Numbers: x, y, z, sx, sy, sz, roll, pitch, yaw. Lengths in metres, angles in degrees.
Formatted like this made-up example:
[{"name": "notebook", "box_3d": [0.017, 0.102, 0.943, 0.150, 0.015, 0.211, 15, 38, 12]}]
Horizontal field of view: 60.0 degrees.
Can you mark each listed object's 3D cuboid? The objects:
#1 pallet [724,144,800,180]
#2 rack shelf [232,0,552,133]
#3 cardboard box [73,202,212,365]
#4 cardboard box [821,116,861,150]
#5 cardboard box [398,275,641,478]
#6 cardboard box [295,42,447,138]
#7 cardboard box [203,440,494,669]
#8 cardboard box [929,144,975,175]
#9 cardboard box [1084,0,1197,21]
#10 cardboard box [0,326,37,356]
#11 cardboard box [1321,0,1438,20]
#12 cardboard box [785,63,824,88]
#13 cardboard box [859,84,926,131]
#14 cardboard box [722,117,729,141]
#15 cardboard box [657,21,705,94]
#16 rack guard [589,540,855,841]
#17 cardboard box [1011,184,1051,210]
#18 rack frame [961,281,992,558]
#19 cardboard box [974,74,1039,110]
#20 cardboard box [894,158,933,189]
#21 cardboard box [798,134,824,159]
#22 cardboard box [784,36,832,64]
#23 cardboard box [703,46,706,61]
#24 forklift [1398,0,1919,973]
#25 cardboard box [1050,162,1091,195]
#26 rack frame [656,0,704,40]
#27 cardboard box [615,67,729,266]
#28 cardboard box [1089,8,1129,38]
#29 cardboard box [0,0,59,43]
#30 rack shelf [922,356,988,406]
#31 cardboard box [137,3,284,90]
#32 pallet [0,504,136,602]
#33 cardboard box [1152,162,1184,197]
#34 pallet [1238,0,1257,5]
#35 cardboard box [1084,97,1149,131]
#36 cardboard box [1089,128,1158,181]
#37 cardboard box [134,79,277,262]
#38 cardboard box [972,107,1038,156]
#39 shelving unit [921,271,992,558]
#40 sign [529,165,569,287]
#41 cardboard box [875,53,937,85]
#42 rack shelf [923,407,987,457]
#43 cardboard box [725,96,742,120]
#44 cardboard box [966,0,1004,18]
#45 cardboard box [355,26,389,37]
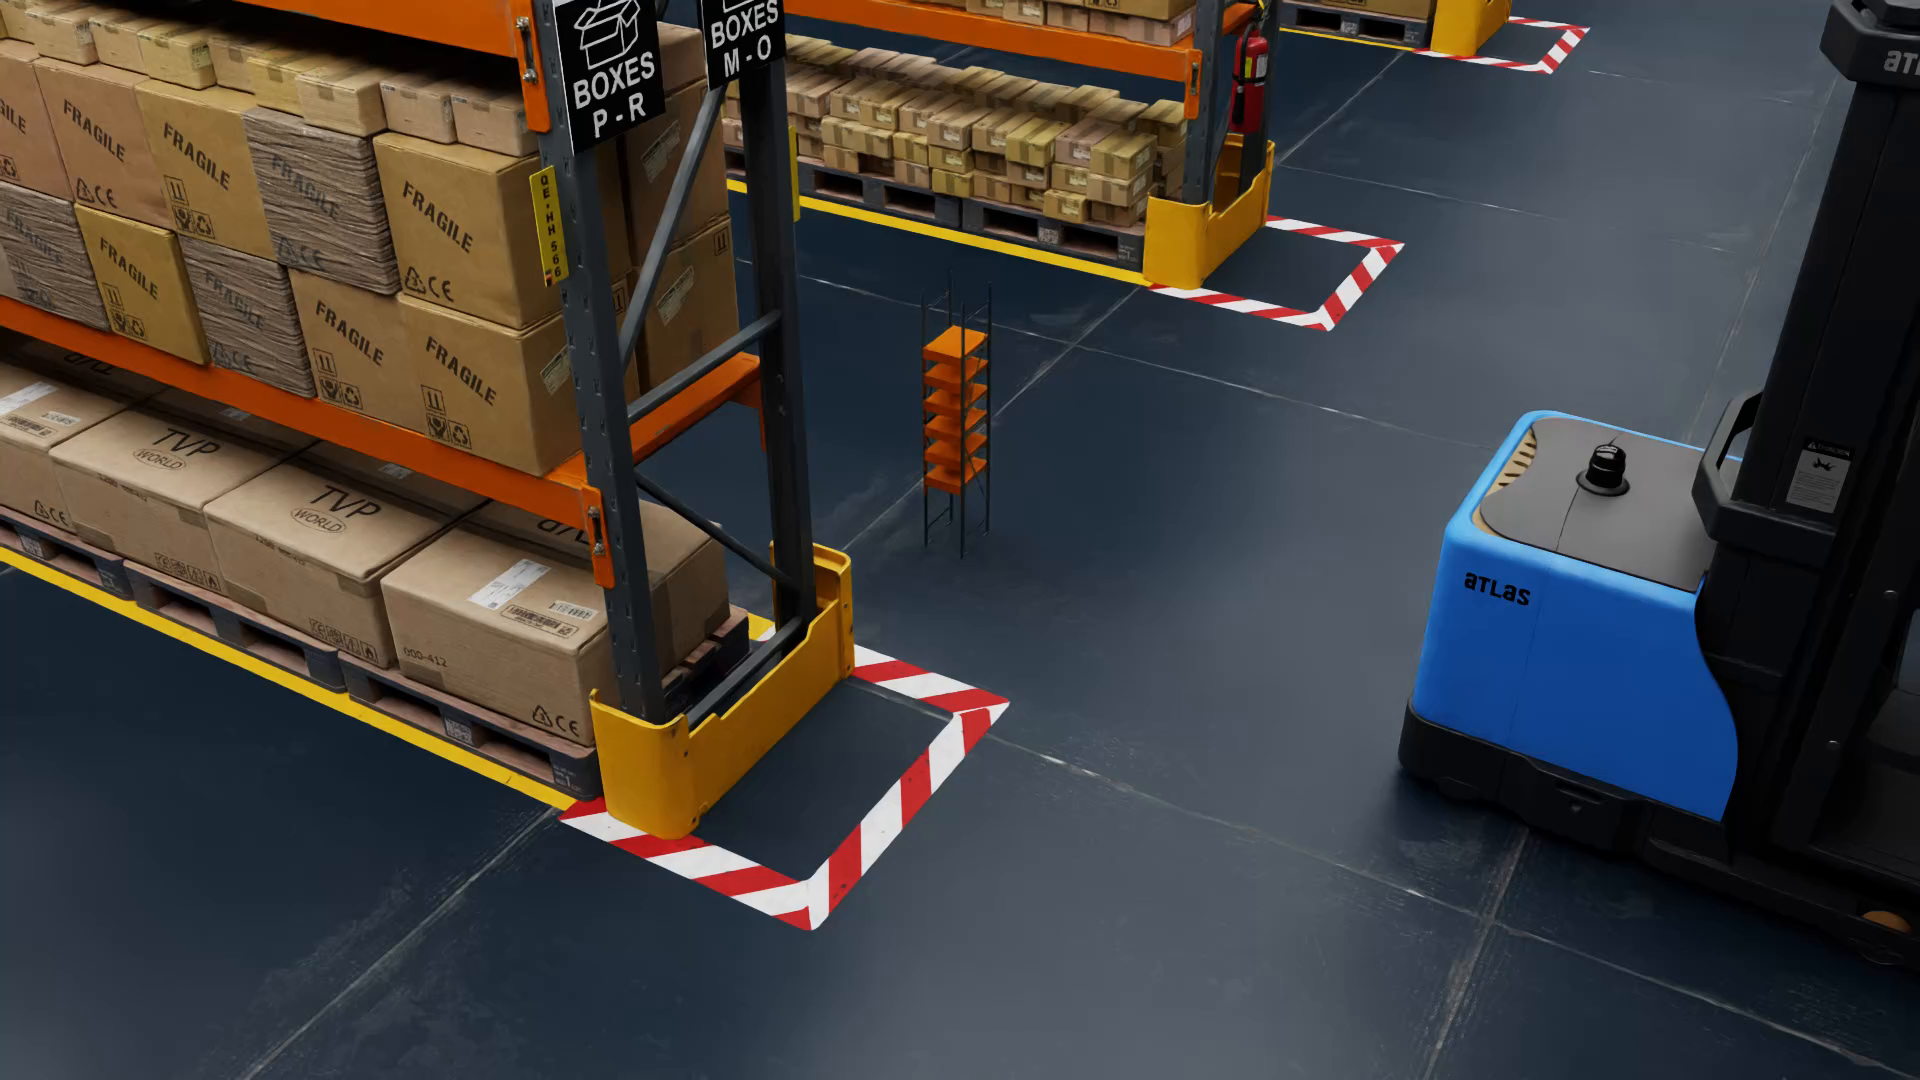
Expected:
[{"name": "pallet", "box_3d": [-1.350, -2.721, 11.145, 1.213, 0.211, 1.003, 18, 37, 24]}, {"name": "rack shelf", "box_3d": [-2.583, -2.038, 5.547, 4.000, 0.370, 1.077, 18, 37, 24]}, {"name": "cardboard box", "box_3d": [-2.731, -1.004, 5.961, 0.500, 0.500, 0.500, 19, 38, 26]}, {"name": "cardboard box", "box_3d": [-0.653, -2.569, 10.326, 0.250, 0.149, 0.380, 17, 37, 24]}, {"name": "cardboard box", "box_3d": [-1.396, -0.586, 5.333, 0.500, 0.500, 0.500, 18, 38, 25]}, {"name": "cardboard box", "box_3d": [-1.755, -1.358, 5.005, 0.250, 0.149, 0.380, 17, 37, 24]}, {"name": "cardboard box", "box_3d": [-2.267, -0.028, 6.519, 0.875, 0.438, 0.875, 19, 38, 26]}, {"name": "cardboard box", "box_3d": [0.014, -2.347, 9.993, 0.250, 0.149, 0.380, 18, 38, 25]}, {"name": "cardboard box", "box_3d": [1.004, -3.114, 8.861, 0.500, 0.500, 0.500, 18, 38, 25]}, {"name": "cardboard box", "box_3d": [-4.897, -1.061, 7.676, 0.875, 0.875, 0.875, 19, 38, 26]}, {"name": "cardboard box", "box_3d": [3.476, -4.736, 13.194, 0.875, 0.875, 0.875, 18, 37, 24]}, {"name": "cardboard box", "box_3d": [-1.063, -2.879, 10.524, 0.250, 0.149, 0.380, 17, 37, 23]}, {"name": "cardboard box", "box_3d": [-0.410, -2.648, 10.177, 0.250, 0.149, 0.380, 18, 38, 25]}, {"name": "cardboard box", "box_3d": [-1.563, -2.709, 10.805, 0.250, 0.149, 0.380, 19, 38, 26]}, {"name": "cardboard box", "box_3d": [-1.017, -1.498, 5.215, 0.250, 0.149, 0.380, 18, 38, 25]}, {"name": "rack guard", "box_3d": [-0.825, 0.508, 6.036, 0.348, 0.500, 1.175, 18, 37, 24]}, {"name": "cardboard box", "box_3d": [0.502, -2.118, 9.917, 0.250, 0.149, 0.380, 17, 37, 24]}, {"name": "rack frame", "box_3d": [0.067, -0.478, 6.886, 0.006, 1.200, 0.240, 18, 37, 24]}, {"name": "cardboard box", "box_3d": [0.289, -2.750, 10.330, 0.250, 0.149, 0.380, 19, 38, 26]}, {"name": "cardboard box", "box_3d": [-0.199, -2.304, 10.197, 0.250, 0.149, 0.380, 18, 38, 25]}, {"name": "cardboard box", "box_3d": [-0.825, -2.563, 10.586, 0.250, 0.149, 0.380, 16, 37, 22]}, {"name": "cardboard box", "box_3d": [-1.051, -3.196, 11.000, 0.250, 0.149, 0.380, 17, 37, 24]}, {"name": "cardboard box", "box_3d": [-1.754, -3.090, 10.841, 0.250, 0.149, 0.380, 19, 38, 26]}, {"name": "forklift", "box_3d": [3.092, -0.165, 4.854, 3.031, 2.935, 1.130, 19, 38, 26]}, {"name": "cardboard box", "box_3d": [0.722, -2.166, 9.722, 0.250, 0.149, 0.380, 17, 37, 23]}, {"name": "rack frame", "box_3d": [-1.951, -4.049, 10.624, 0.127, 3.000, 1.000, 18, 37, 24]}, {"name": "cardboard box", "box_3d": [-1.121, -1.266, 5.452, 0.500, 0.500, 0.500, 17, 37, 23]}, {"name": "cardboard box", "box_3d": [0.902, -2.884, 9.102, 0.250, 0.149, 0.380, 18, 37, 24]}, {"name": "cardboard box", "box_3d": [-3.040, -1.828, 5.711, 0.250, 0.149, 0.380, 17, 37, 24]}, {"name": "rack shelf", "box_3d": [-0.013, -0.666, 6.815, 0.180, 0.103, 0.258, 18, 37, 24]}, {"name": "cardboard box", "box_3d": [-2.392, -1.594, 5.359, 0.250, 0.149, 0.380, 19, 38, 26]}, {"name": "pallet", "box_3d": [-3.698, -0.232, 7.407, 1.213, 0.211, 1.003, 18, 37, 24]}, {"name": "cardboard box", "box_3d": [1.226, -2.235, 10.094, 0.250, 0.149, 0.380, 18, 38, 25]}, {"name": "pallet", "box_3d": [2.283, -4.666, 14.066, 1.213, 0.211, 1.003, 18, 37, 24]}, {"name": "cardboard box", "box_3d": [0.937, -2.510, 9.970, 0.250, 0.149, 0.380, 18, 38, 25]}, {"name": "cardboard box", "box_3d": [0.937, -2.208, 9.516, 0.250, 0.149, 0.380, 18, 38, 25]}, {"name": "cardboard box", "box_3d": [-2.279, -1.282, 5.477, 0.500, 0.500, 0.500, 17, 37, 24]}, {"name": "cardboard box", "box_3d": [0.266, -2.417, 9.830, 0.250, 0.149, 0.380, 16, 37, 23]}, {"name": "shelving unit", "box_3d": [-0.013, -0.503, 6.923, 0.189, 1.200, 0.258, 18, 37, 24]}, {"name": "sign", "box_3d": [-1.127, -0.862, 4.580, 0.005, 0.325, 0.100, 18, 37, 24]}, {"name": "cardboard box", "box_3d": [-0.344, -2.989, 10.688, 0.250, 0.149, 0.380, 16, 37, 23]}, {"name": "rack shelf", "box_3d": [-0.013, -0.466, 6.948, 0.180, 0.103, 0.258, 18, 37, 24]}, {"name": "cardboard box", "box_3d": [-1.301, -2.831, 10.720, 0.250, 0.149, 0.380, 17, 37, 24]}, {"name": "cardboard box", "box_3d": [0.229, -3.092, 9.413, 0.250, 0.149, 0.380, 16, 37, 22]}, {"name": "cardboard box", "box_3d": [-1.940, -1.773, 5.628, 0.250, 0.149, 0.380, 18, 38, 25]}]
